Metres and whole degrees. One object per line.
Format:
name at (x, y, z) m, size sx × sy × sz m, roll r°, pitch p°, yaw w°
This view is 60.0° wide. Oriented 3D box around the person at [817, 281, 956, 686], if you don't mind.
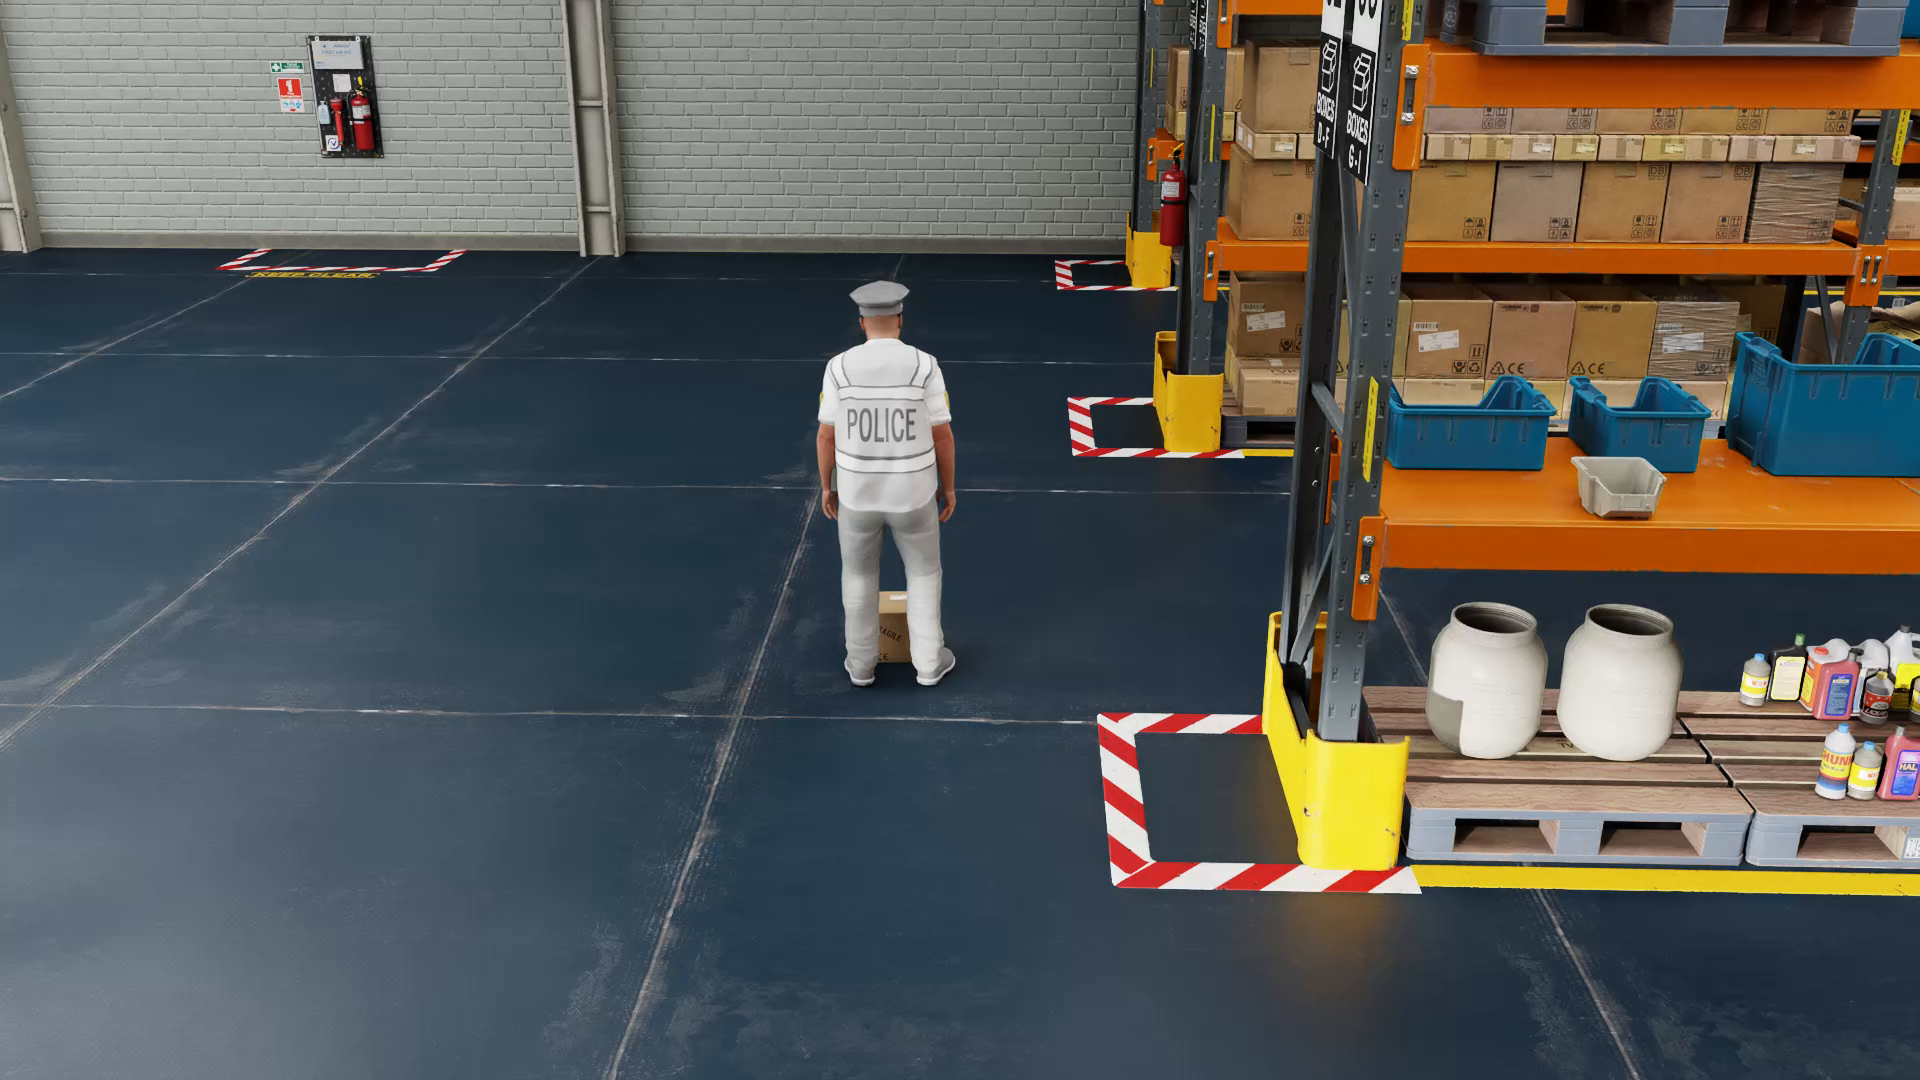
person at (-0.311, -0.207, 7.117) m, size 0.587 × 1.748 × 0.436 m, roll 1°, pitch 21°, yaw 2°
